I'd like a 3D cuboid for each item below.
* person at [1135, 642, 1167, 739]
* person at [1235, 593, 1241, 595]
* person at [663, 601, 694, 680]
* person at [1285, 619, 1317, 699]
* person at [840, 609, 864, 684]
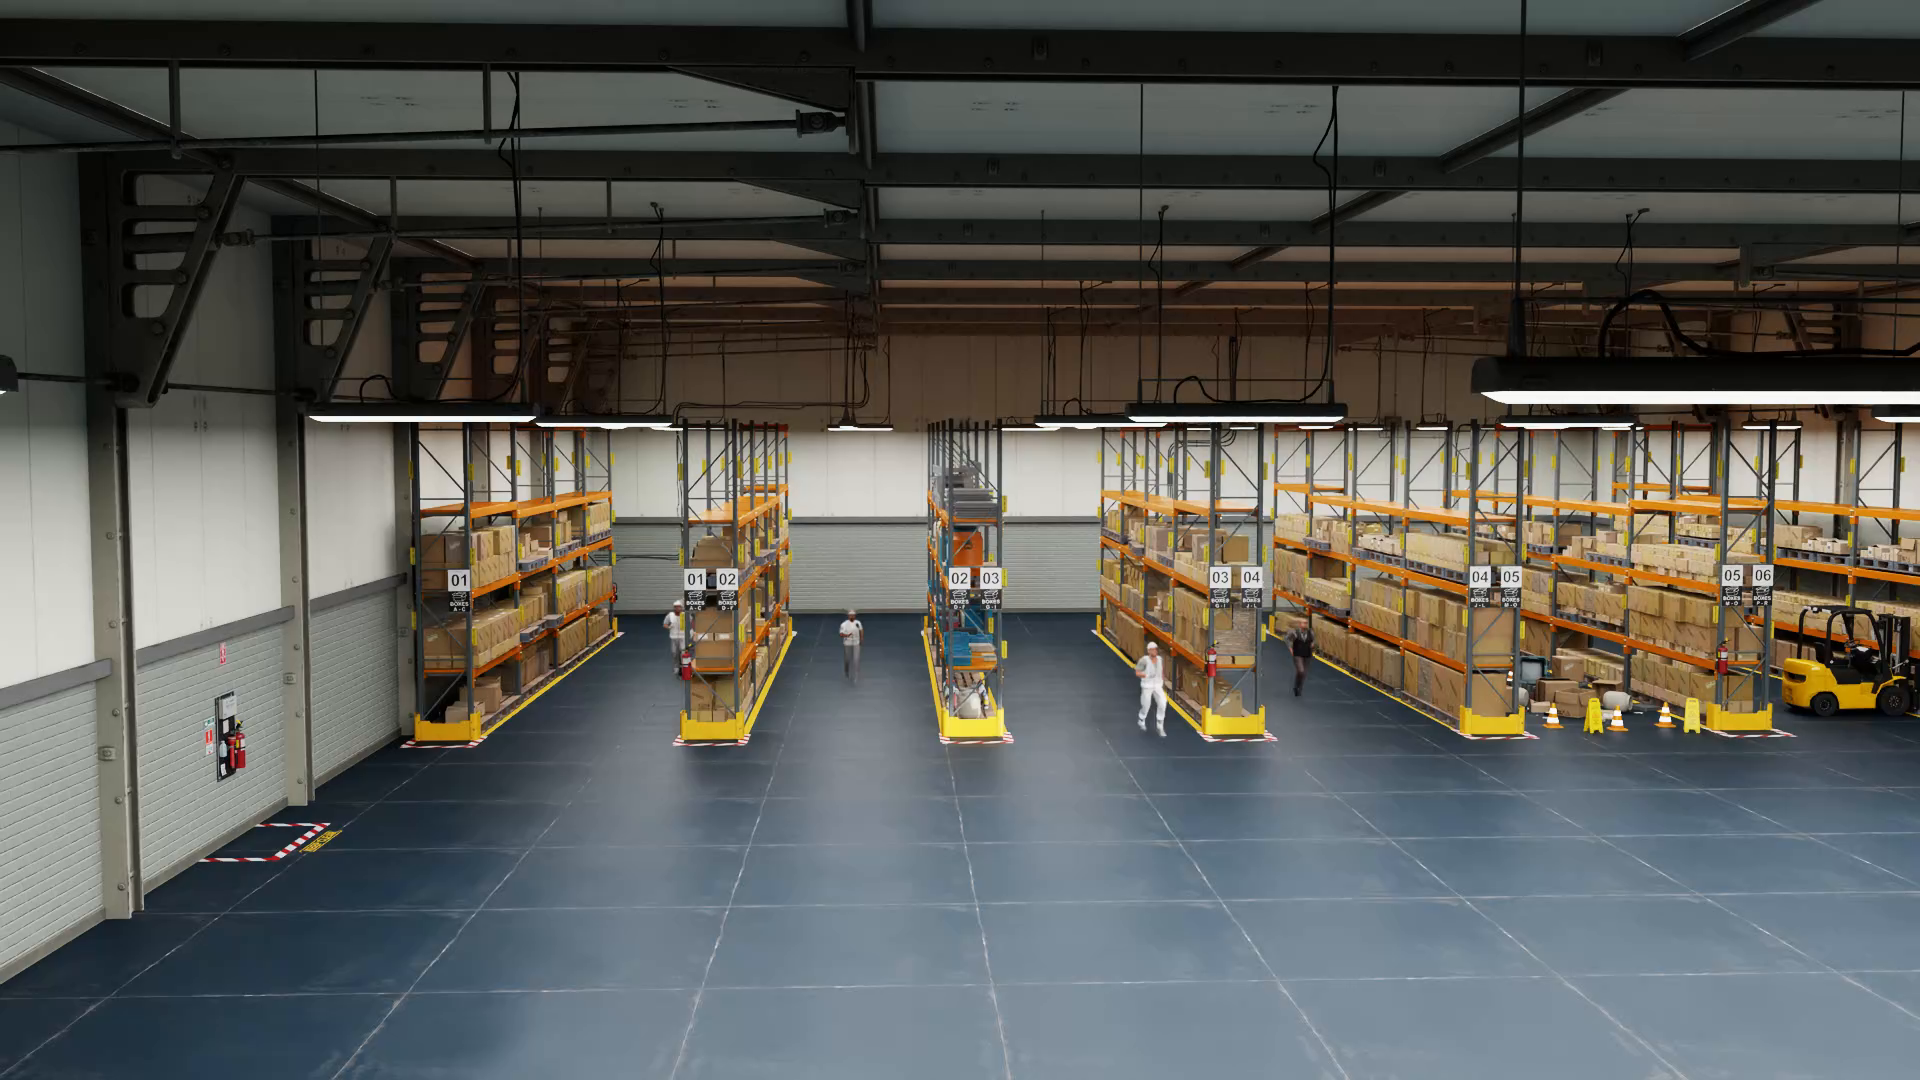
[{"bbox_3d":[3.608,2.820,31.507,0.670,1.810,0.848,-1,4,-18],"label":"person"},{"bbox_3d":[7.695,1.819,46.931,0.759,1.732,0.936,1,4,21],"label":"person"},{"bbox_3d":[-6.594,2.336,38.909,0.704,1.850,0.798,0,4,-5],"label":"person"},{"bbox_3d":[7.392,2.565,36.076,0.583,1.728,0.764,-1,4,-11],"label":"person"},{"bbox_3d":[-2.477,2.413,38.140,0.575,1.685,0.938,-1,4,-9],"label":"person"}]
